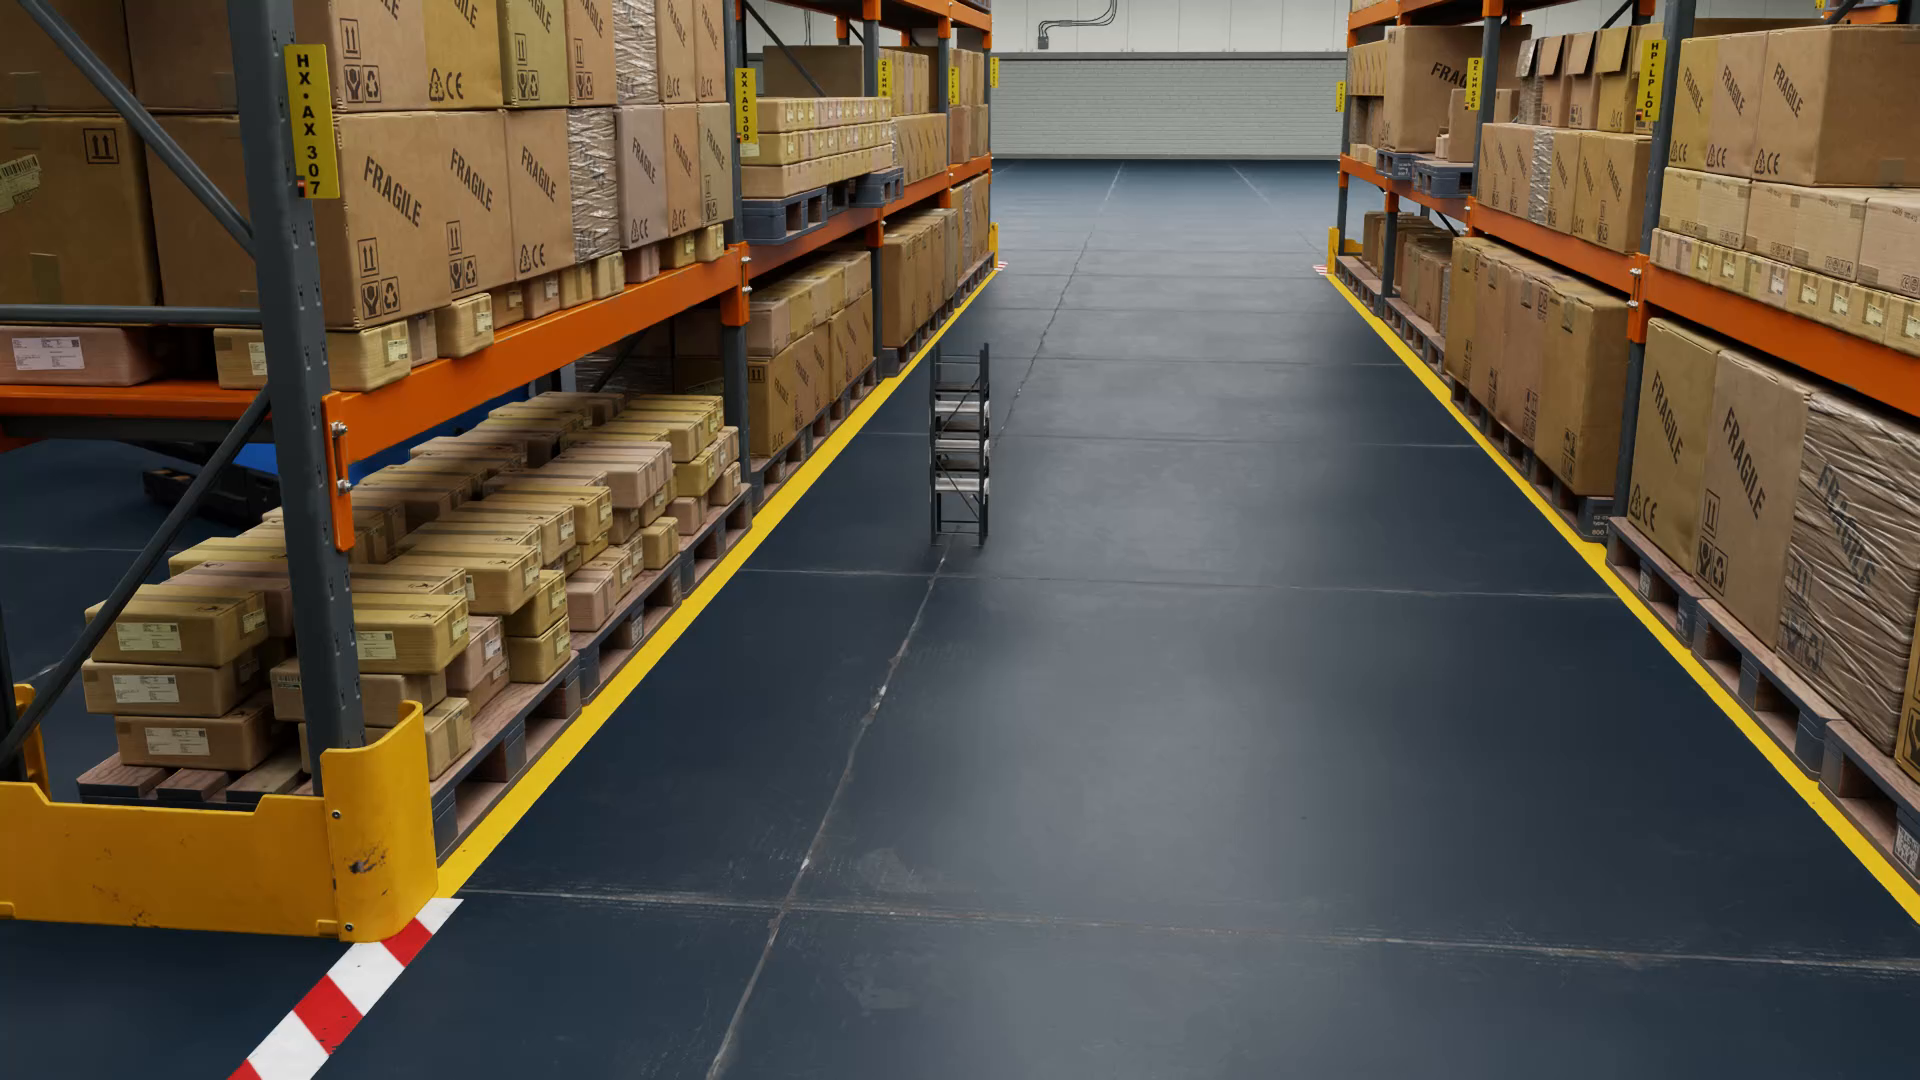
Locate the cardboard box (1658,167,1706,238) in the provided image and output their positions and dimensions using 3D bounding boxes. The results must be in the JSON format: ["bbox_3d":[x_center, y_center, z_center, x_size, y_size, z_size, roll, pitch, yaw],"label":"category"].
[{"bbox_3d":[3.100,-1.331,6.555,0.500,0.250,0.500,1,15,5],"label":"cardboard box"}]

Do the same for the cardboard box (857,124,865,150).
[{"bbox_3d":[-0.771,-2.400,9.899,0.380,0.149,0.250,2,15,6],"label":"cardboard box"}]

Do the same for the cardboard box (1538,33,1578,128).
[{"bbox_3d":[3.689,-2.586,9.365,0.797,0.503,0.637,2,15,8],"label":"cardboard box"}]

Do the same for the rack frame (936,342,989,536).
[{"bbox_3d":[0.011,-0.459,7.634,0.240,0.900,0.006,2,15,6],"label":"rack frame"}]

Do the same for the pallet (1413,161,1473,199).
[{"bbox_3d":[3.839,-2.507,11.553,1.213,0.211,1.003,2,15,6],"label":"pallet"}]

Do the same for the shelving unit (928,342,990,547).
[{"bbox_3d":[-0.001,-0.432,7.537,0.258,0.900,0.210,2,15,6],"label":"shelving unit"}]

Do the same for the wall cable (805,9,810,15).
[{"bbox_3d":[-3.267,-17.031,49.678,3.097,2.526,0.112,2,15,6],"label":"wall cable"}]

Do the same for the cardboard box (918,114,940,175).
[{"bbox_3d":[-0.452,-3.395,14.280,0.500,0.500,0.500,2,15,6],"label":"cardboard box"}]

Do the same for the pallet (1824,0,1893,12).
[{"bbox_3d":[9.498,-5.485,16.817,1.003,0.211,1.213,2,15,6],"label":"pallet"}]

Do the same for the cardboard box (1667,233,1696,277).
[{"bbox_3d":[3.019,-1.118,6.530,0.380,0.149,0.250,1,15,4],"label":"cardboard box"}]

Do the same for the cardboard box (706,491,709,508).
[{"bbox_3d":[-1.322,-0.196,7.298,0.380,0.149,0.250,2,15,8],"label":"cardboard box"}]

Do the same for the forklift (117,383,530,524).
[{"bbox_3d":[-3.478,-1.665,8.203,3.031,2.935,1.130,12,19,38],"label":"forklift"}]

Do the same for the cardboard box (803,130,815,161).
[{"bbox_3d":[-0.947,-1.994,8.397,0.380,0.149,0.250,2,15,8],"label":"cardboard box"}]

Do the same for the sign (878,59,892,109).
[{"bbox_3d":[-0.512,-3.091,11.279,0.100,0.325,0.005,2,15,6],"label":"sign"}]

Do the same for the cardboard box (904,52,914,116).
[{"bbox_3d":[-0.765,-3.759,13.708,0.700,0.500,0.500,2,15,7],"label":"cardboard box"}]

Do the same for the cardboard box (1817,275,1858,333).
[{"bbox_3d":[2.847,-0.714,5.036,0.380,0.149,0.250,2,15,7],"label":"cardboard box"}]

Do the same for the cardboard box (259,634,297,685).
[{"bbox_3d":[-2.096,0.310,4.858,0.380,0.149,0.250,1,15,5],"label":"cardboard box"}]

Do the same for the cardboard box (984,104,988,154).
[{"bbox_3d":[-0.147,-4.633,18.763,0.875,0.550,0.550,2,15,6],"label":"cardboard box"}]

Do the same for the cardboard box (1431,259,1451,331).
[{"bbox_3d":[4.027,-1.883,12.825,0.700,0.500,0.500,3,15,11],"label":"cardboard box"}]

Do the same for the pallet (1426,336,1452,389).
[{"bbox_3d":[3.954,-1.268,11.946,1.003,0.211,1.213,2,15,6],"label":"pallet"}]

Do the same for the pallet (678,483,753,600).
[{"bbox_3d":[-1.545,-0.025,7.350,1.003,0.211,1.213,2,15,6],"label":"pallet"}]

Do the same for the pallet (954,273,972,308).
[{"bbox_3d":[-0.438,-2.470,16.392,1.003,0.211,1.213,2,15,6],"label":"pallet"}]

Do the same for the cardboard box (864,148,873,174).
[{"bbox_3d":[-0.742,-2.328,10.202,0.380,0.149,0.250,1,15,6],"label":"cardboard box"}]

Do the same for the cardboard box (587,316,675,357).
[{"bbox_3d":[-1.671,-1.105,8.549,0.500,0.250,0.500,1,15,5],"label":"cardboard box"}]

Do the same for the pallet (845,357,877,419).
[{"bbox_3d":[-1.142,-1.035,11.085,1.003,0.211,1.213,2,15,6],"label":"pallet"}]

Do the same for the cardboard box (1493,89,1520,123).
[{"bbox_3d":[3.885,-2.804,11.288,0.500,0.500,0.500,0,15,-1],"label":"cardboard box"}]

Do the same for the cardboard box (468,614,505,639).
[{"bbox_3d":[-1.614,0.257,5.051,0.380,0.149,0.250,2,15,7],"label":"cardboard box"}]

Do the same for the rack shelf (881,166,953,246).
[{"bbox_3d":[-0.827,-2.755,13.483,1.077,0.370,4.000,2,15,6],"label":"rack shelf"}]

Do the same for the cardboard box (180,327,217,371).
[{"bbox_3d":[-2.134,-0.544,4.408,0.380,0.149,0.250,2,15,6],"label":"cardboard box"}]

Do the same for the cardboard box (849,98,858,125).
[{"bbox_3d":[-0.801,-2.476,9.611,0.380,0.149,0.250,2,15,9],"label":"cardboard box"}]

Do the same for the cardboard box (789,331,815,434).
[{"bbox_3d":[-1.099,-0.863,9.093,0.500,0.500,0.500,2,15,9],"label":"cardboard box"}]

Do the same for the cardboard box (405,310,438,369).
[{"bbox_3d":[-1.605,-0.529,4.353,0.380,0.149,0.250,2,15,8],"label":"cardboard box"}]

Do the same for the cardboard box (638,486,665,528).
[{"bbox_3d":[-1.390,-0.156,6.579,0.380,0.149,0.250,2,15,8],"label":"cardboard box"}]

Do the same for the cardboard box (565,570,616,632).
[{"bbox_3d":[-1.422,0.209,5.799,0.380,0.149,0.250,1,15,4],"label":"cardboard box"}]

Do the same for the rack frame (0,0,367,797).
[{"bbox_3d":[-1.955,-0.509,3.797,1.000,3.000,0.127,2,15,6],"label":"rack frame"}]

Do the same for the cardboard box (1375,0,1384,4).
[{"bbox_3d":[4.229,-5.218,15.753,0.500,0.250,0.500,2,15,6],"label":"cardboard box"}]

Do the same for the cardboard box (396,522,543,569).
[{"bbox_3d":[-1.546,0.048,5.254,0.380,0.149,0.250,1,15,4],"label":"cardboard box"}]

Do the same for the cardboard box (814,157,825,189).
[{"bbox_3d":[-0.916,-1.918,8.686,0.380,0.149,0.250,2,15,7],"label":"cardboard box"}]

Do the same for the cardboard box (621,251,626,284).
[{"bbox_3d":[-1.450,-1.004,6.111,0.380,0.149,0.250,1,15,5],"label":"cardboard box"}]

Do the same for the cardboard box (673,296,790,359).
[{"bbox_3d":[-1.158,-1.088,8.487,0.500,0.250,0.500,1,15,4],"label":"cardboard box"}]

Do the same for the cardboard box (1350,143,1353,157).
[{"bbox_3d":[4.451,-4.234,18.054,0.380,0.149,0.250,2,15,6],"label":"cardboard box"}]

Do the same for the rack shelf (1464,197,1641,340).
[{"bbox_3d":[3.639,-1.545,9.009,1.077,0.370,4.000,2,15,6],"label":"rack shelf"}]

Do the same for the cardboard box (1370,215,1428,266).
[{"bbox_3d":[4.646,-3.165,17.604,0.500,0.500,0.500,6,16,21],"label":"cardboard box"}]

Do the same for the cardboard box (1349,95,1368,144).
[{"bbox_3d":[4.678,-4.536,17.930,0.875,0.500,0.500,2,15,6],"label":"cardboard box"}]

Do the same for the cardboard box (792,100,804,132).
[{"bbox_3d":[-0.977,-2.076,8.130,0.380,0.149,0.250,2,15,8],"label":"cardboard box"}]

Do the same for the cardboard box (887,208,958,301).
[{"bbox_3d":[-0.582,-2.574,14.941,1.050,0.750,0.750,2,15,6],"label":"cardboard box"}]

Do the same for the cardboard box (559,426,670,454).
[{"bbox_3d":[-1.403,-0.363,6.774,0.380,0.149,0.250,2,15,8],"label":"cardboard box"}]

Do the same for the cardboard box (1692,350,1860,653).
[{"bbox_3d":[3.157,-0.149,5.731,0.875,0.875,0.875,2,15,6],"label":"cardboard box"}]

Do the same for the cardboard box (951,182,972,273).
[{"bbox_3d":[-0.363,-3.193,16.990,0.875,0.875,0.875,2,15,7],"label":"cardboard box"}]

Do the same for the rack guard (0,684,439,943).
[{"bbox_3d":[-1.947,0.678,4.196,1.175,0.500,0.348,2,15,6],"label":"rack guard"}]

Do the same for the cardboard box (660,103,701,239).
[{"bbox_3d":[-1.338,-1.470,6.589,0.500,0.500,0.500,1,15,5],"label":"cardboard box"}]

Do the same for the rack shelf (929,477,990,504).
[{"bbox_3d":[-0.001,-0.226,7.592,0.258,0.077,0.200,2,15,6],"label":"rack shelf"}]

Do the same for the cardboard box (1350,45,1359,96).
[{"bbox_3d":[4.371,-4.897,17.347,0.500,0.500,0.500,2,15,6],"label":"cardboard box"}]

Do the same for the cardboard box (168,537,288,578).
[{"bbox_3d":[-2.159,0.098,5.069,0.380,0.149,0.250,1,15,5],"label":"cardboard box"}]

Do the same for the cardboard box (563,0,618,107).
[{"bbox_3d":[-1.455,-1.689,5.487,0.500,0.500,0.500,1,15,4],"label":"cardboard box"}]

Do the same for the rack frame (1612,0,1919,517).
[{"bbox_3d":[3.413,-1.374,6.996,1.000,3.000,0.127,2,15,6],"label":"rack frame"}]

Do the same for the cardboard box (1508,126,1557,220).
[{"bbox_3d":[3.429,-2.075,9.397,0.500,0.500,0.500,1,15,5],"label":"cardboard box"}]

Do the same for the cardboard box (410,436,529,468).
[{"bbox_3d":[-1.935,-0.308,6.572,0.380,0.149,0.250,2,15,7],"label":"cardboard box"}]
